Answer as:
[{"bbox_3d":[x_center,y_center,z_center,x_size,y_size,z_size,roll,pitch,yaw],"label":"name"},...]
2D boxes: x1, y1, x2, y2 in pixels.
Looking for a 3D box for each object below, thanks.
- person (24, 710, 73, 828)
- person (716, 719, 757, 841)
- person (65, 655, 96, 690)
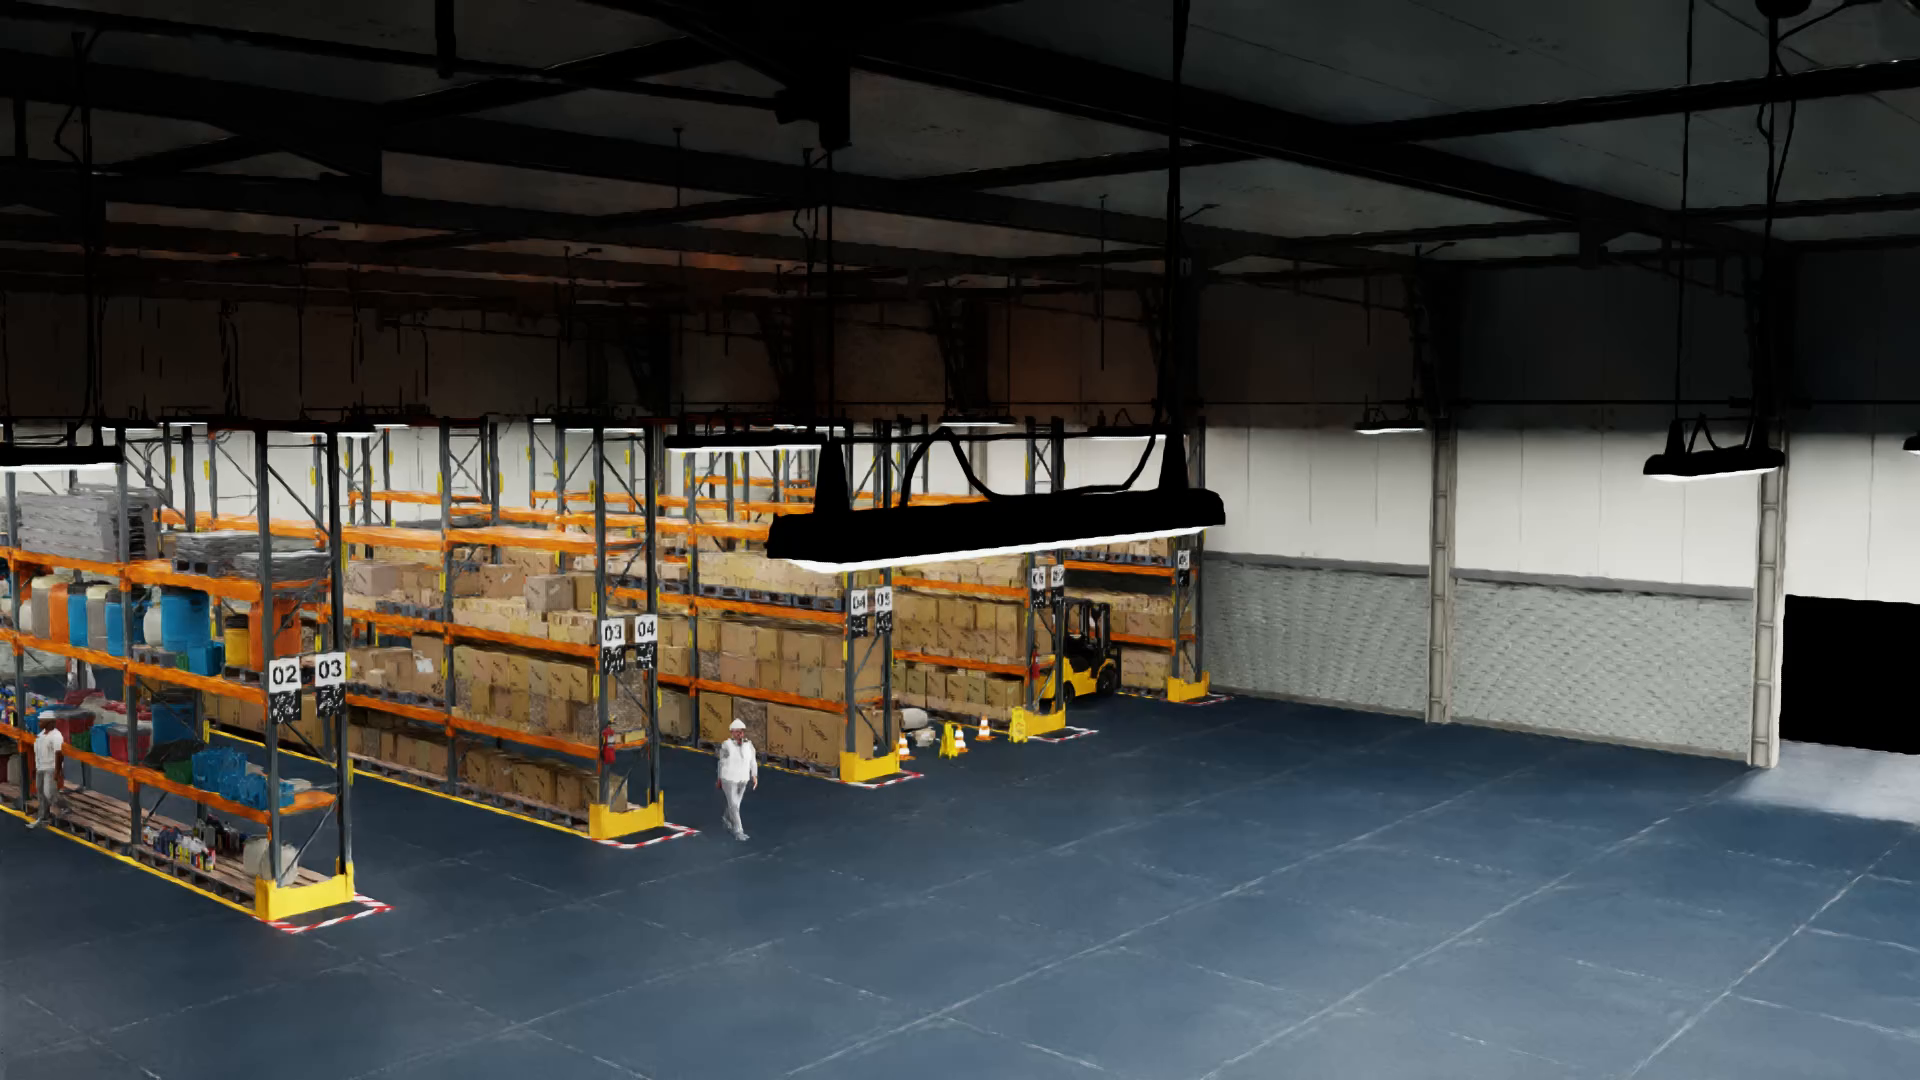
[{"bbox_3d":[-13.538,3.402,24.684,0.659,1.764,0.500,3,6,33],"label":"person"},{"bbox_3d":[-3.234,3.454,24.205,0.539,1.714,1.033,-4,6,-39],"label":"person"},{"bbox_3d":[-17.799,2.666,33.673,1.123,1.709,0.553,4,7,43],"label":"person"}]
